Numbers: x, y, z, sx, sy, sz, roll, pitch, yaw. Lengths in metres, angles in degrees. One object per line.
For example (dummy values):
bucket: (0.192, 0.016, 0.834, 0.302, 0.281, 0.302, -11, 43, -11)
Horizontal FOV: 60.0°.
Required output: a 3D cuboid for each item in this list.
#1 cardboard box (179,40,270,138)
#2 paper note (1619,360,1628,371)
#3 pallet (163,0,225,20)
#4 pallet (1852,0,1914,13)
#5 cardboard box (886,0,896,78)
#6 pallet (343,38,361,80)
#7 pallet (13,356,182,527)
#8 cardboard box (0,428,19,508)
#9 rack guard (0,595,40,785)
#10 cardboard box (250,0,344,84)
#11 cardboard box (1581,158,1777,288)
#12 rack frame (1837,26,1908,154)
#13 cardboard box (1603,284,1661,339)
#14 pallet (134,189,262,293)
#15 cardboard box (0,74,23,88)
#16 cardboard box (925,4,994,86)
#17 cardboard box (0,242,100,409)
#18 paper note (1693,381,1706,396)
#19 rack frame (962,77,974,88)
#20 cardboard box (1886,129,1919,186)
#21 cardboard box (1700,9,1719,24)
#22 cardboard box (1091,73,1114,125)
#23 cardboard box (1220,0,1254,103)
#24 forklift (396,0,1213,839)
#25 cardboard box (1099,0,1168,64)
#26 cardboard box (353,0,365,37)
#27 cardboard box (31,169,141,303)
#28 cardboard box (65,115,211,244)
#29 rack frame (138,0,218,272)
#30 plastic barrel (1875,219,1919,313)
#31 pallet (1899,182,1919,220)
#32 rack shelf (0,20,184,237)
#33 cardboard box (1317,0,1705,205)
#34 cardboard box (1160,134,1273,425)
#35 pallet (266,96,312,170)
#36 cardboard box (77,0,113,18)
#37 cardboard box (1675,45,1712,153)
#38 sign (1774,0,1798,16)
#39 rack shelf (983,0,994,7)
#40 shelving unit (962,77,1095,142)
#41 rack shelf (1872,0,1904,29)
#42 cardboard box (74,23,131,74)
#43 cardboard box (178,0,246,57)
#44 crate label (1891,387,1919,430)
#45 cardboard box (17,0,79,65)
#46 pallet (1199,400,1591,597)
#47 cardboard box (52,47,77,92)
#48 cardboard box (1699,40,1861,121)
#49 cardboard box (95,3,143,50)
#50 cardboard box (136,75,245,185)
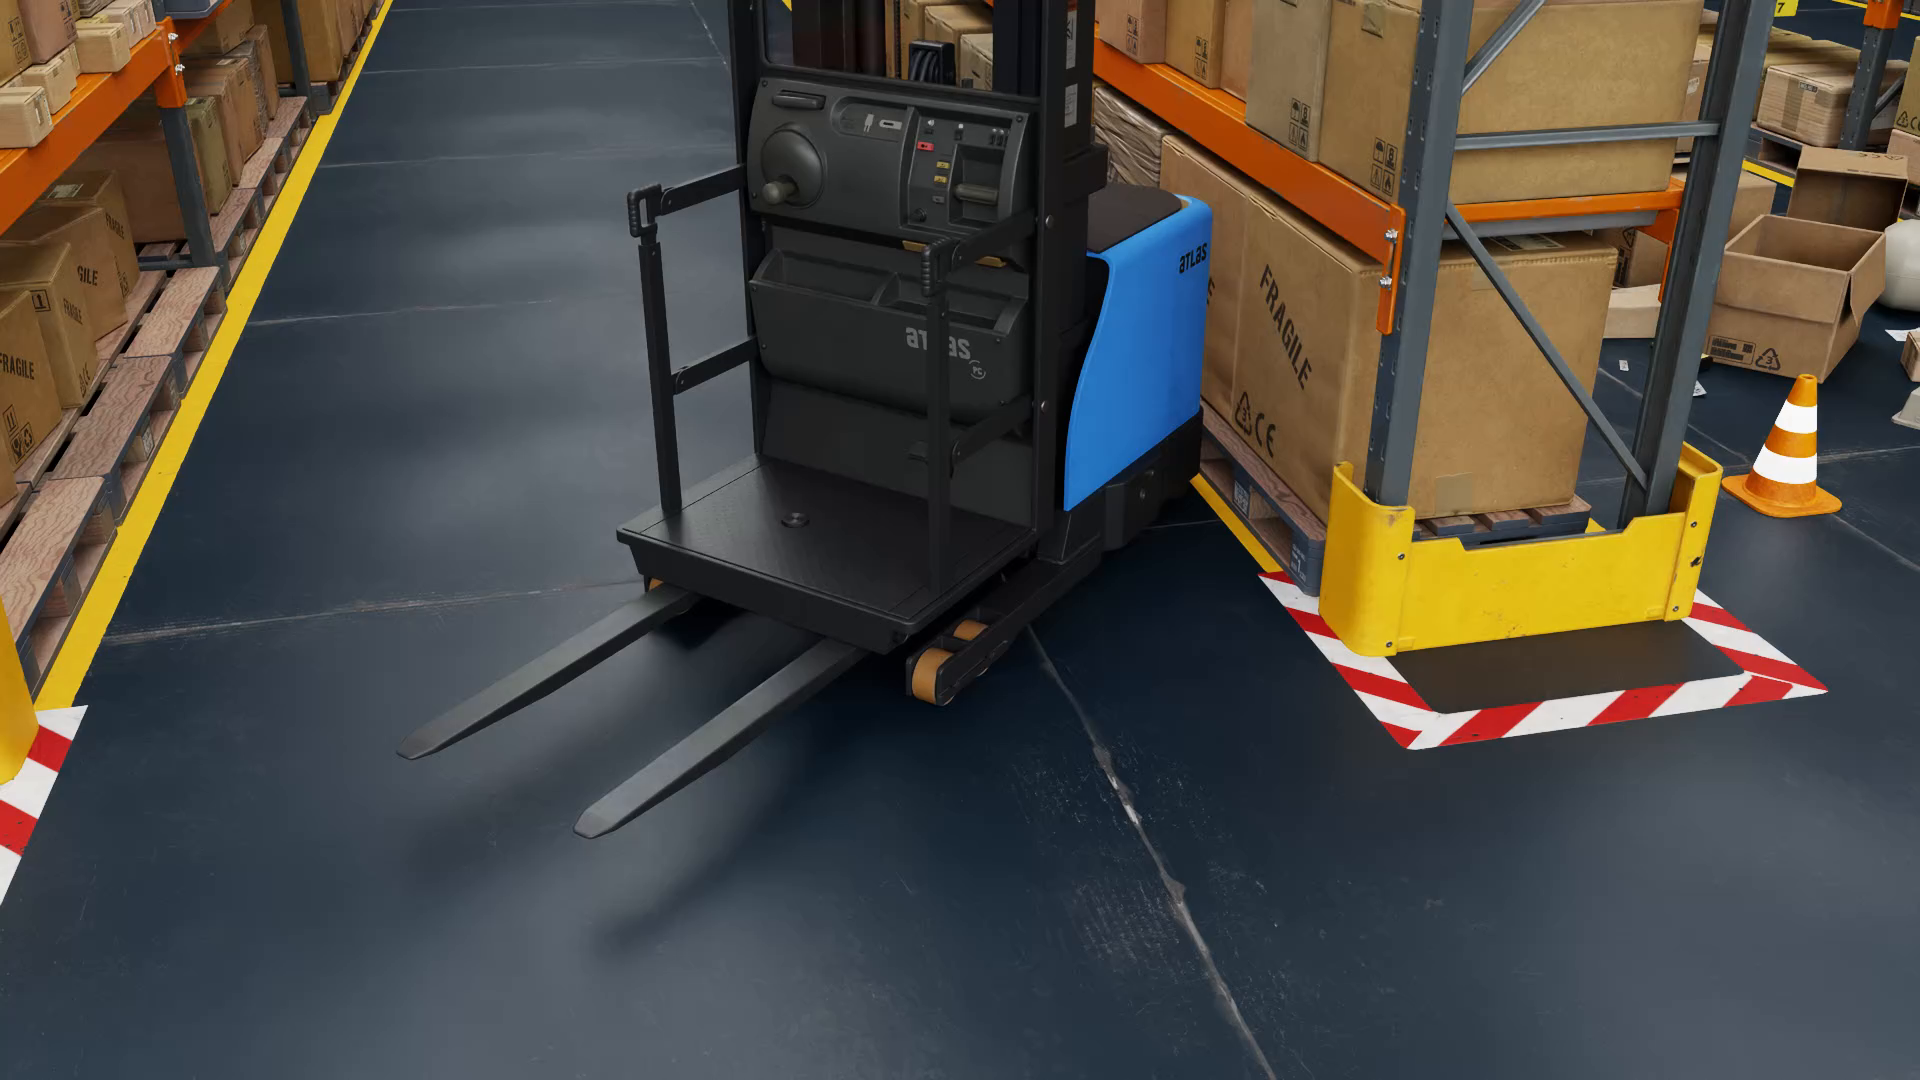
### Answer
cardboard box: (-4.621, -2.722, 10.100, 0.700, 0.500, 0.500, -8, 28, -16)
paper note: (2.893, -0.761, 7.247, 0.032, 0.001, 0.123, 8, 28, 15)
pallet: (-4.058, -2.684, 7.952, 1.003, 0.211, 1.213, -6, 27, -12)
pallet: (9.159, -5.309, 16.034, 1.003, 0.211, 1.213, -6, 27, -12)
cardboard box: (-0.024, -3.542, 11.469, 1.050, 0.750, 0.750, -6, 27, -12)
pallet: (-5.304, -3.819, 13.082, 1.003, 0.211, 1.213, -6, 27, -12)
pallet: (-3.563, -0.347, 6.203, 1.003, 0.211, 1.213, -6, 27, -12)
cardboard box: (-3.418, -0.270, 5.264, 0.500, 0.500, 0.500, 1, 27, 2)
rack guard: (-3.143, 0.419, 4.365, 1.175, 0.500, 0.348, -6, 27, -12)
cardboard box: (-5.064, -3.720, 11.683, 1.225, 0.875, 0.875, -7, 28, -14)
cardboard box: (3.448, -1.540, 8.092, 0.797, 0.637, 0.503, -6, 27, -12)
rack frame: (5.628, -3.426, 9.209, 1.000, 3.000, 0.127, -6, 27, -12)
cardboard box: (3.010, -1.091, 7.617, 0.396, 0.266, 0.258, -1, 27, -3)
pallet: (-4.204, -1.516, 8.520, 1.003, 0.211, 1.213, -6, 27, -12)
cardboard box: (-3.387, -1.465, 5.603, 0.380, 0.149, 0.250, -6, 27, -12)
cardboard box: (0.387, -2.749, 9.899, 1.050, 0.750, 0.750, -6, 27, -12)
cardboard box: (-3.623, -0.796, 6.307, 0.500, 0.500, 0.500, -8, 28, -16)
paper note: (3.039, -0.639, 6.985, 0.144, 0.017, 0.142, 3, 27, 6)
rack frame: (-0.169, -1.460, 7.395, 0.500, 1.125, 0.032, -13, 30, -24)
cardboard box: (5.498, -2.100, 9.166, 0.500, 0.250, 0.500, -7, 28, -14)
cardboard box: (5.018, -3.624, 12.052, 0.950, 0.372, 0.625, -6, 27, -13)
cardboard box: (0.901, -1.835, 7.948, 0.875, 0.875, 0.875, -6, 27, -11)
cardboard box: (1.453, -1.846, 5.912, 0.875, 0.550, 0.550, -6, 27, -12)
forklift: (-0.334, -1.071, 4.618, 1.130, 2.935, 3.031, 16, 31, 29)
cardboard box: (1.076, -2.297, 6.806, 0.875, 0.550, 0.550, -6, 27, -12)
cardboard box: (-5.464, -4.500, 13.228, 1.225, 0.875, 0.875, -7, 28, -13)
cardboard box: (-3.976, -1.312, 7.328, 0.500, 0.500, 0.500, -7, 28, -13)
cardboard box: (-4.145, -1.772, 8.217, 0.700, 0.500, 0.500, -8, 28, -16)
rack frame: (-4.027, -2.420, 7.215, 1.000, 3.000, 0.127, -6, 27, -12)
plastic barrel: (4.589, -1.273, 7.802, 0.512, 0.421, 0.421, 13, 30, 24)
pallet: (5.814, -1.890, 9.260, 1.003, 0.211, 1.213, -6, 27, -12)
rack shelf: (-3.577, -1.221, 5.638, 1.077, 0.370, 4.000, -6, 27, -12)
cardboard box: (1.602, -1.348, 4.926, 0.875, 0.550, 0.550, -6, 27, -12)
cardboard box: (1.312, -1.039, 6.371, 0.875, 0.875, 0.875, -6, 27, -12)
pallet: (-4.754, -2.588, 10.642, 1.003, 0.211, 1.213, -6, 27, -12)
cardboard box: (-3.986, -2.393, 6.722, 0.875, 0.500, 0.500, -6, 27, -12)
cardboard box: (3.900, -2.454, 9.217, 0.500, 0.500, 0.500, -6, 27, -12)
sign: (2.271, -1.599, 4.539, 0.100, 0.325, 0.005, -6, 27, -12)
rack shelf: (0.377, -3.436, 10.027, 1.077, 0.370, 4.000, -6, 27, -12)
shelving unit: (0.062, -1.256, 6.991, 0.538, 1.125, 1.048, -13, 30, -24)
rack shelf: (6.079, -2.227, 7.631, 1.077, 0.370, 4.000, -6, 27, -12)
cardboard box: (-3.483, -1.918, 6.500, 0.380, 0.149, 0.250, -6, 27, -12)
cardboard box: (-4.619, -3.068, 9.953, 0.500, 0.250, 0.500, -3, 27, -6)
crate label: (3.933, -0.527, 6.641, 0.250, 0.136, 0.298, -23, 35, -38)
cardboard box: (-3.697, -1.961, 5.865, 0.875, 0.500, 0.500, -6, 27, -12)
pallet: (1.473, -0.221, 5.954, 1.003, 0.211, 1.213, -6, 27, -12)
cardboard box: (-3.459, -1.689, 6.047, 0.380, 0.149, 0.250, -6, 27, -12)
cardboard box: (5.342, -2.986, 10.787, 0.950, 0.372, 0.625, -4, 27, -8)
cardboard box: (-3.645, -2.132, 6.924, 0.380, 0.149, 0.250, -6, 27, -12)
cardboard box: (-4.360, -2.229, 9.123, 0.700, 0.500, 0.500, -8, 28, -16)
